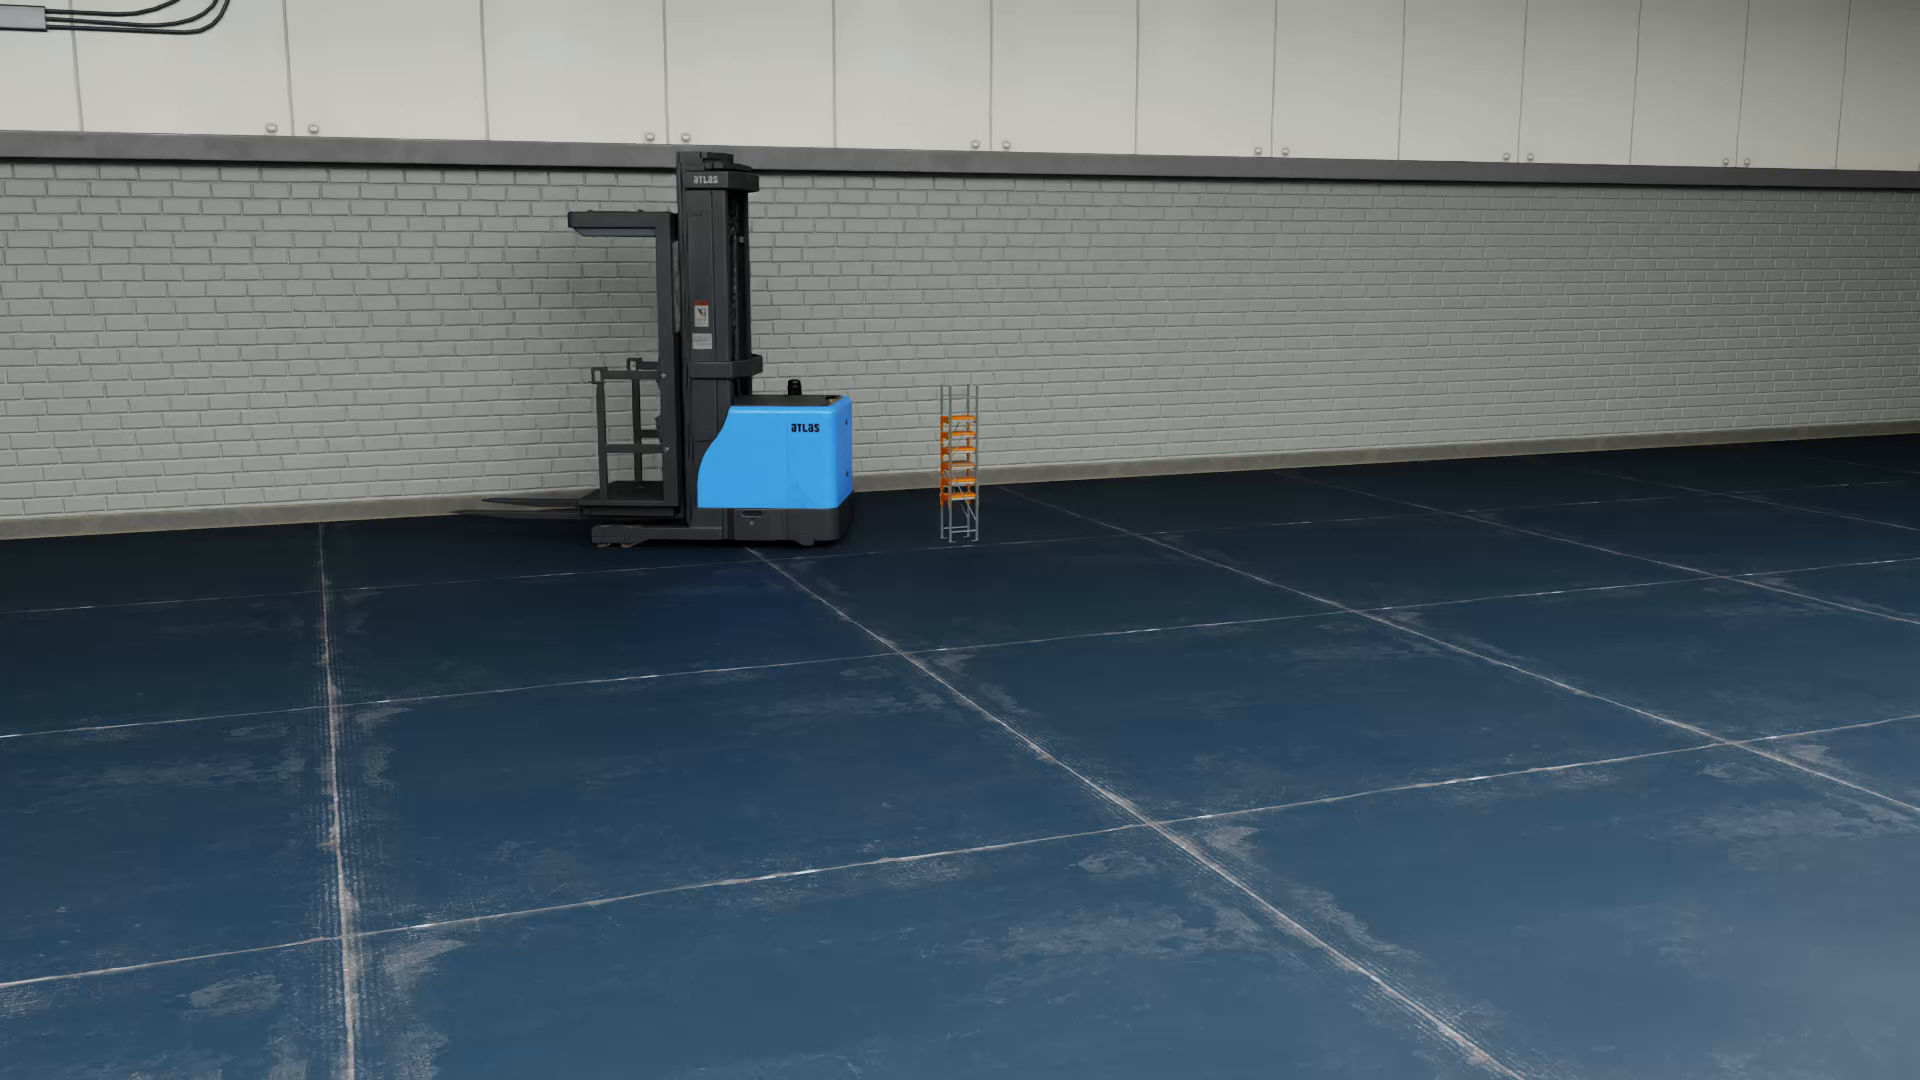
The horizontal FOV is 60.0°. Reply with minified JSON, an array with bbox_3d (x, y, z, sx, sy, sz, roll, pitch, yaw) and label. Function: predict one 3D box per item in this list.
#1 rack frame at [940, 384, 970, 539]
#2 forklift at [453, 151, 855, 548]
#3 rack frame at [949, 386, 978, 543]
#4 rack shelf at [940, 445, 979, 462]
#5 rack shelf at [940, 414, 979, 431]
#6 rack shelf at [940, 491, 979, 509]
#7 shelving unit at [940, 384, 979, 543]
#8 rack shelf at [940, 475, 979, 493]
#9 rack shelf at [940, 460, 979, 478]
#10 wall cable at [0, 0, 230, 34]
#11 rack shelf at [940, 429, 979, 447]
[{"bbox_3d":[-0.038,-0.608,12.912,0.240,1.200,0.006,-4,11,-21],"label":"rack frame"},{"bbox_3d":[-2.389,-1.477,12.853,3.031,2.935,1.130,1,10,4],"label":"forklift"},{"bbox_3d":[0.028,-0.578,12.744,0.240,1.200,0.006,-4,11,-21],"label":"rack frame"},{"bbox_3d":[-0.005,-0.667,12.815,0.258,0.103,0.180,-4,11,-21],"label":"rack shelf"},{"bbox_3d":[-0.005,-0.904,12.773,0.258,0.103,0.180,-4,11,-21],"label":"rack shelf"},{"bbox_3d":[-0.005,-0.313,12.878,0.258,0.103,0.180,-4,11,-21],"label":"rack shelf"},{"bbox_3d":[-0.005,-0.593,12.828,0.258,1.200,0.189,-4,11,-21],"label":"shelving unit"},{"bbox_3d":[-0.005,-0.431,12.857,0.258,0.103,0.180,-4,11,-21],"label":"rack shelf"},{"bbox_3d":[-0.005,-0.549,12.836,0.258,0.103,0.180,-4,11,-21],"label":"rack shelf"},{"bbox_3d":[-6.678,-6.151,12.091,2.305,6.003,0.169,-4,11,-21],"label":"wall cable"},{"bbox_3d":[-0.005,-0.786,12.794,0.258,0.103,0.180,-4,11,-21],"label":"rack shelf"}]
